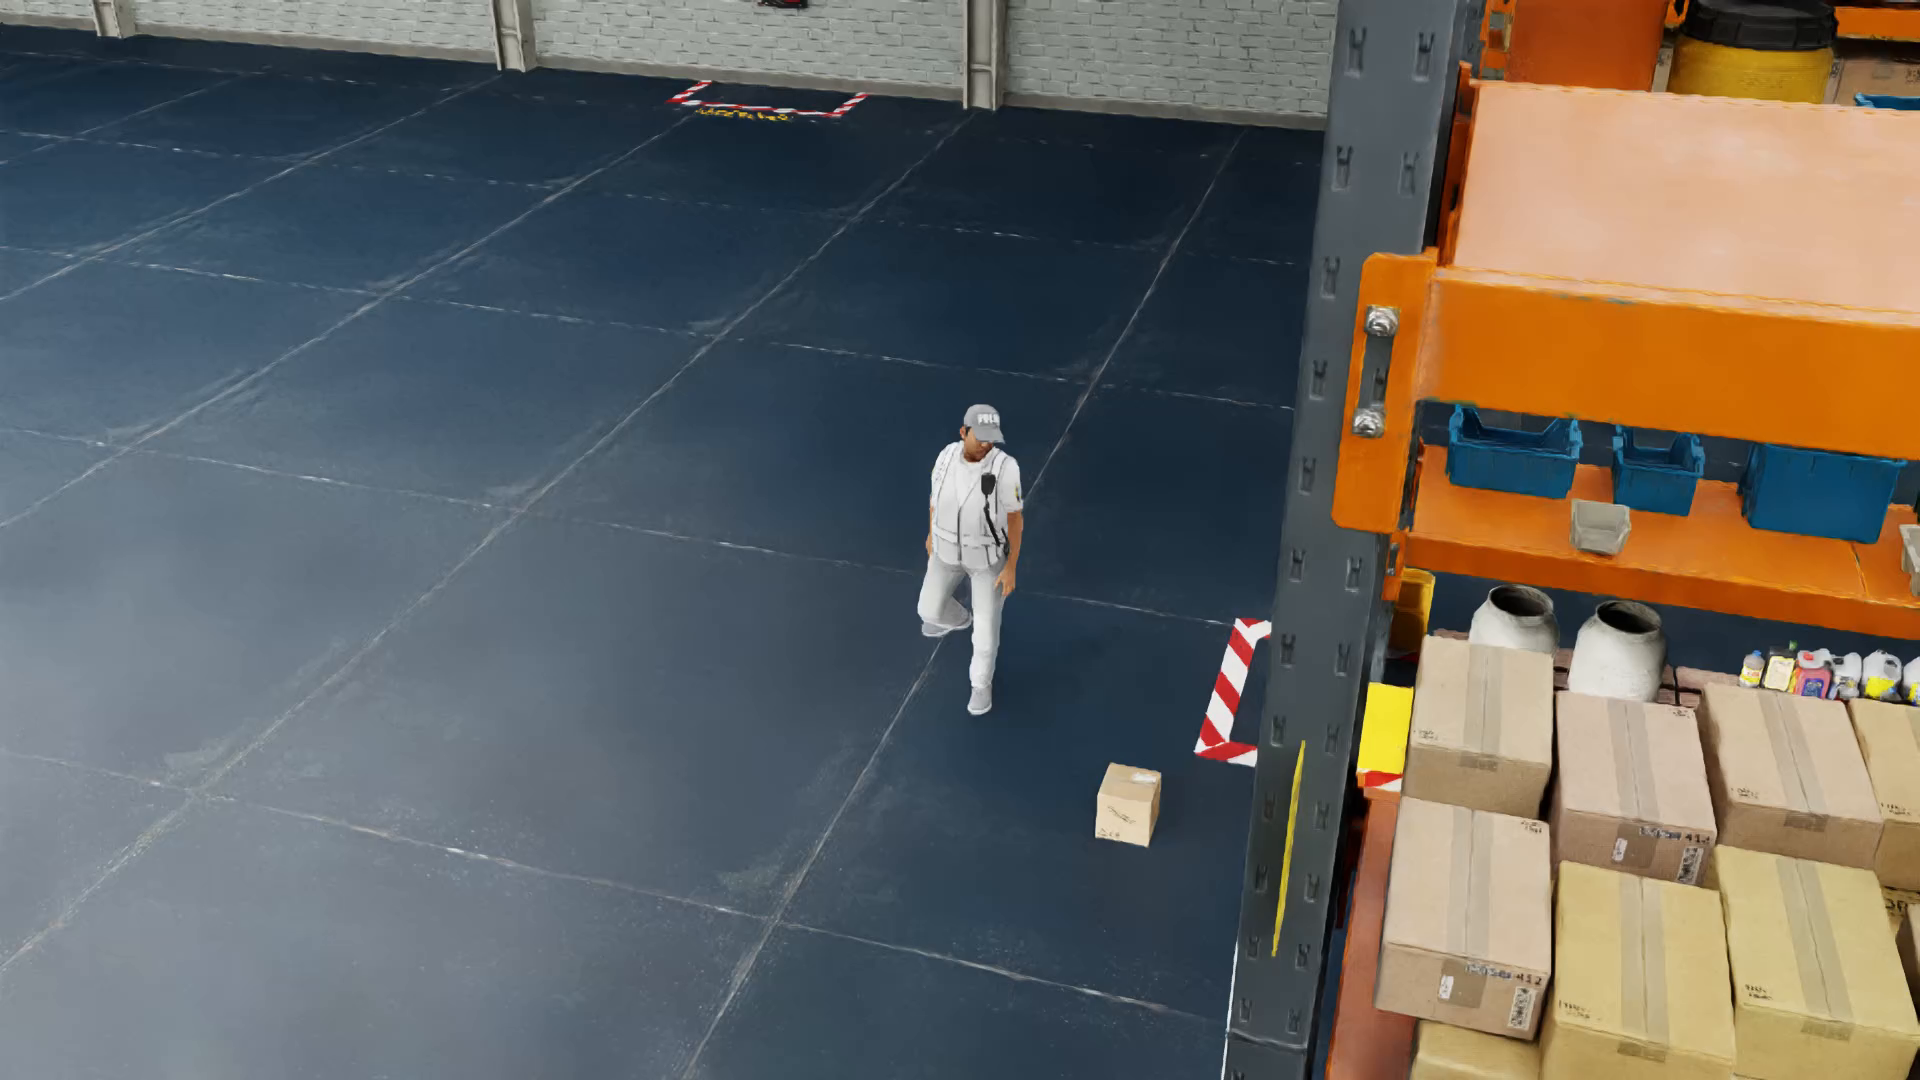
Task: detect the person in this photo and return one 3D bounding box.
[{"bbox_3d":[0.025,0.023,8.467,0.681,1.659,0.586,12,31,20],"label":"person"}]
